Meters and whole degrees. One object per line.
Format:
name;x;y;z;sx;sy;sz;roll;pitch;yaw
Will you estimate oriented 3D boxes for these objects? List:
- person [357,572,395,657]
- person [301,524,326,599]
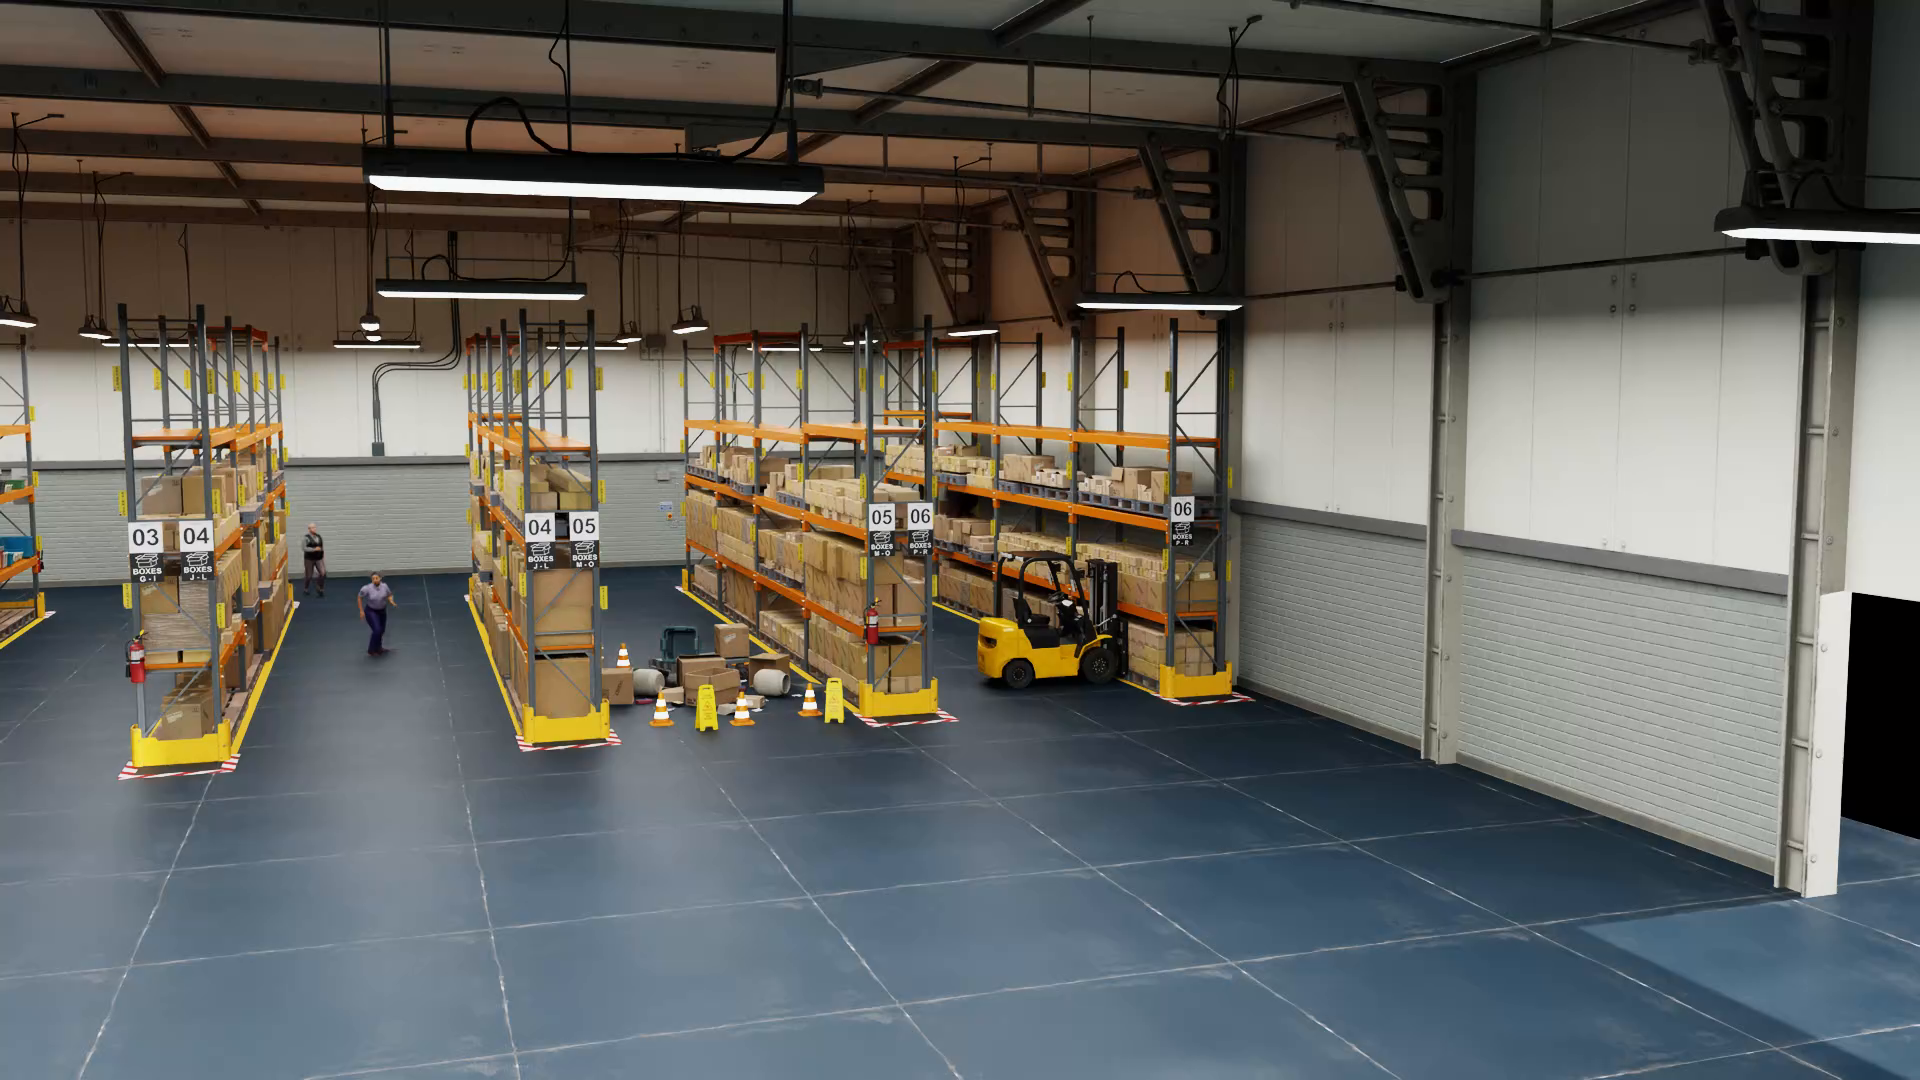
person;-10.658;1.368;30.526;0.799;1.622;0.632;3;6;30
person;-14.958;0.501;38.485;0.834;1.774;0.611;5;7;42
